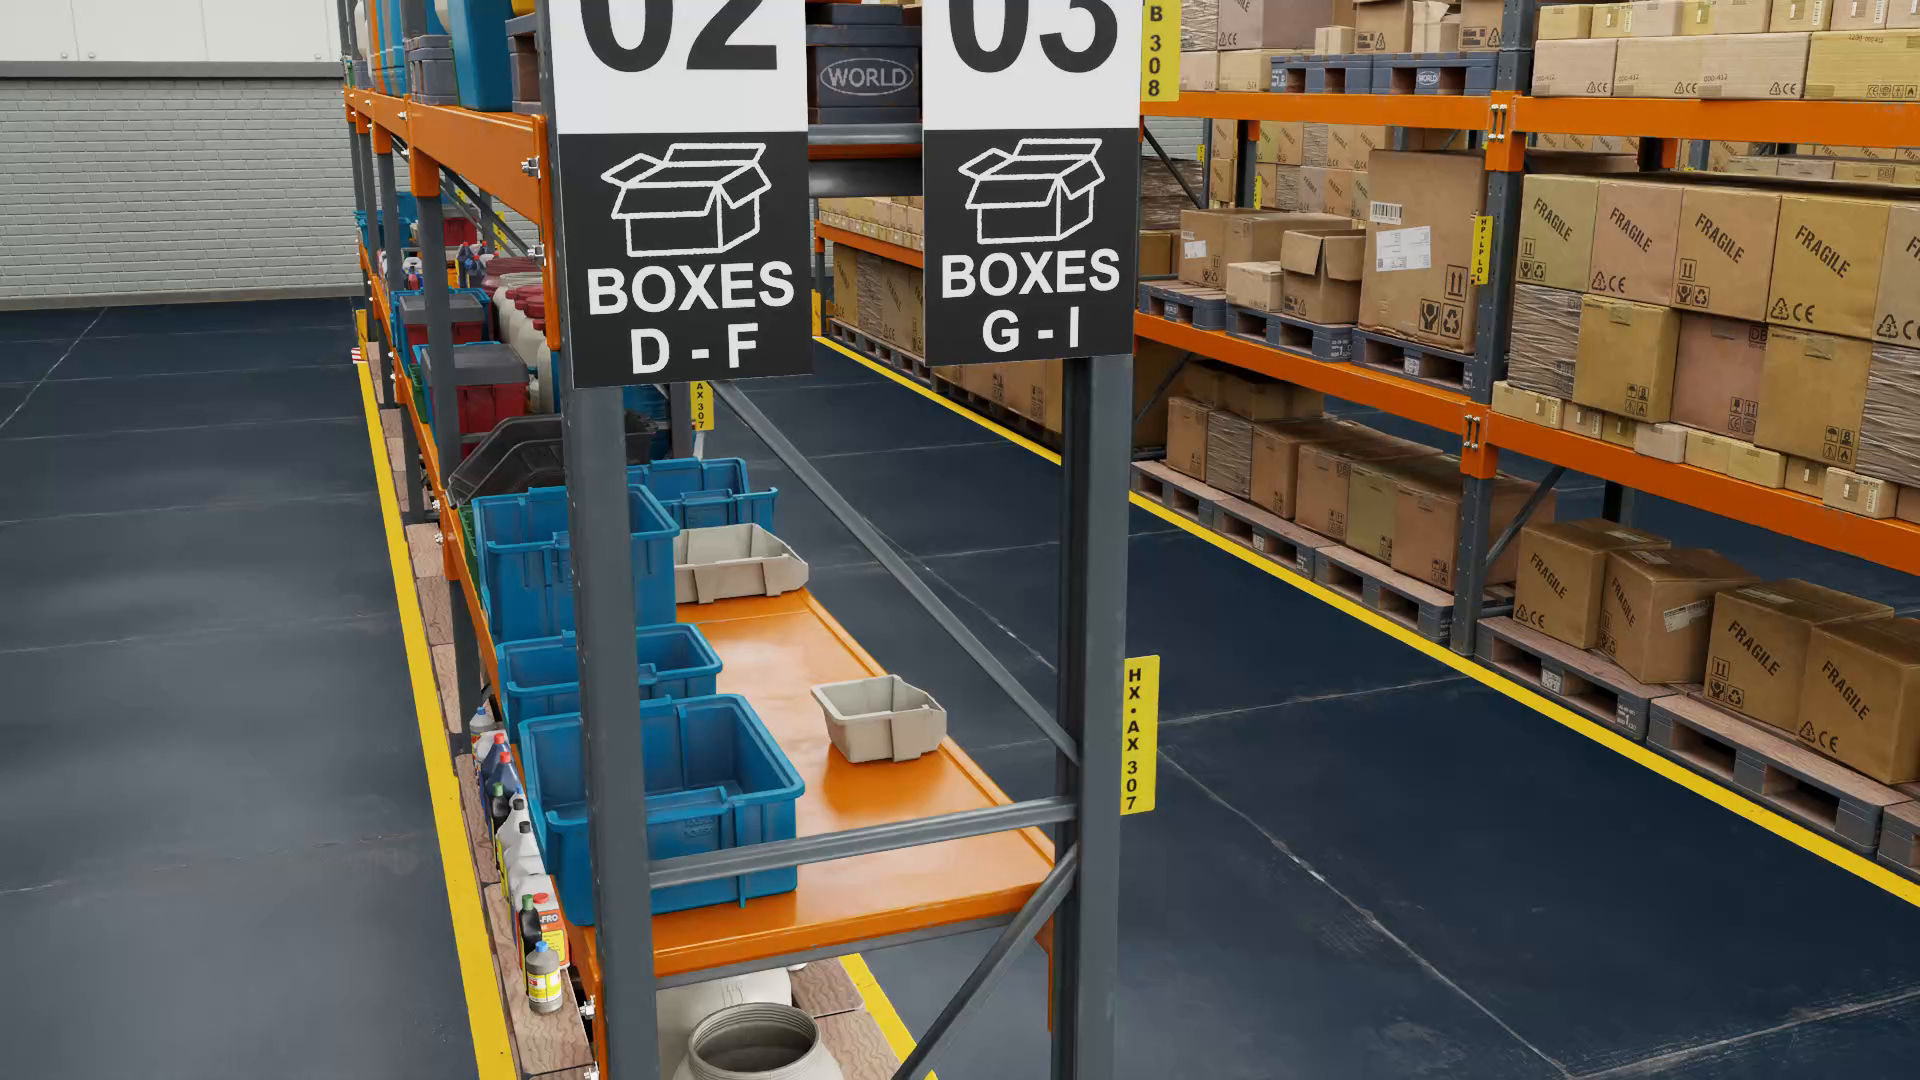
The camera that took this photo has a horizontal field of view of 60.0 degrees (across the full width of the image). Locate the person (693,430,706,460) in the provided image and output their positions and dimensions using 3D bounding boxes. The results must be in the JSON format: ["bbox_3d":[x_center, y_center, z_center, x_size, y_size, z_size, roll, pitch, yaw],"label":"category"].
[{"bbox_3d":[-1.482,-0.138,7.979,0.572,1.763,0.505,-12,19,-36],"label":"person"}]
